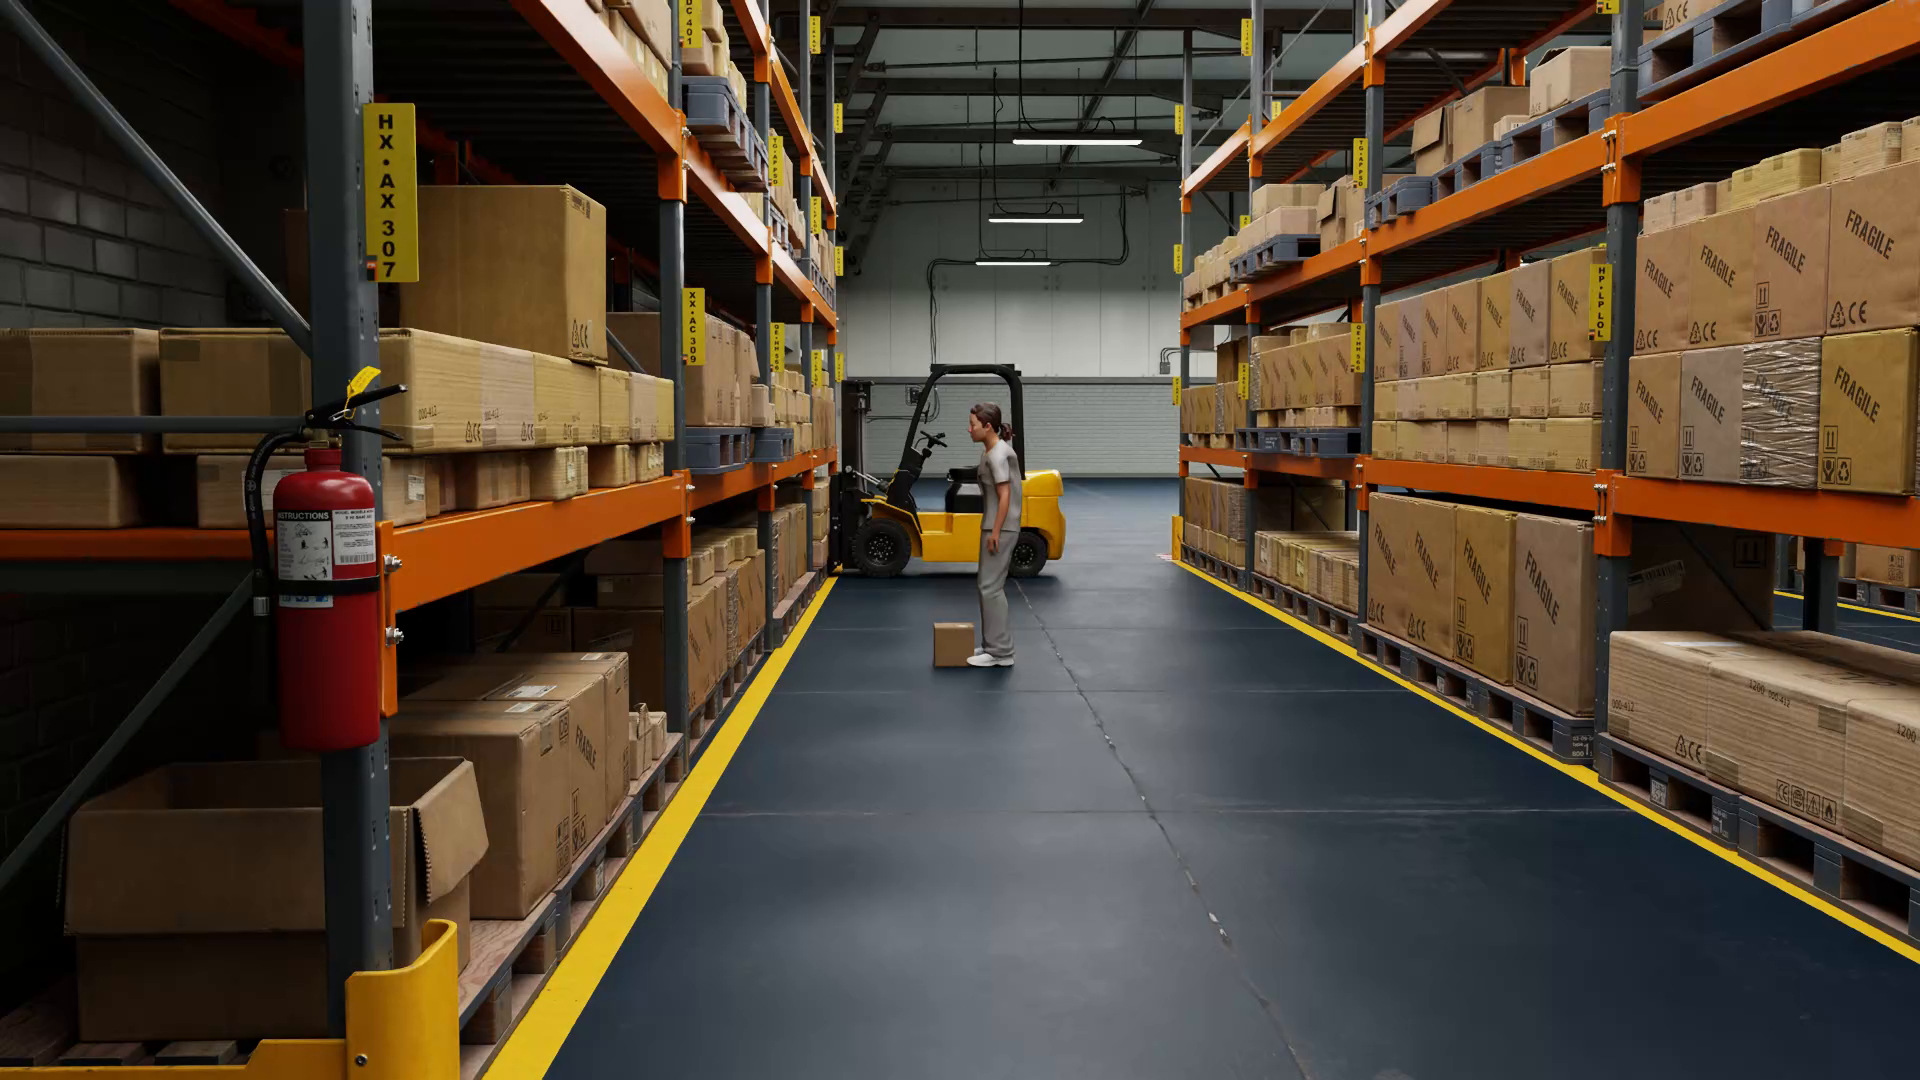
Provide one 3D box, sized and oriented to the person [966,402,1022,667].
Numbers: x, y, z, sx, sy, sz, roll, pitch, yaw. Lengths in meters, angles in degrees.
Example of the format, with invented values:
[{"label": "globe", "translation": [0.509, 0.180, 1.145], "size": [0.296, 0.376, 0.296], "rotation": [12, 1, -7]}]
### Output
[{"label": "person", "translation": [0.210, -0.042, 10.590], "size": [0.362, 1.671, 0.506], "rotation": [0, 4, -5]}]
